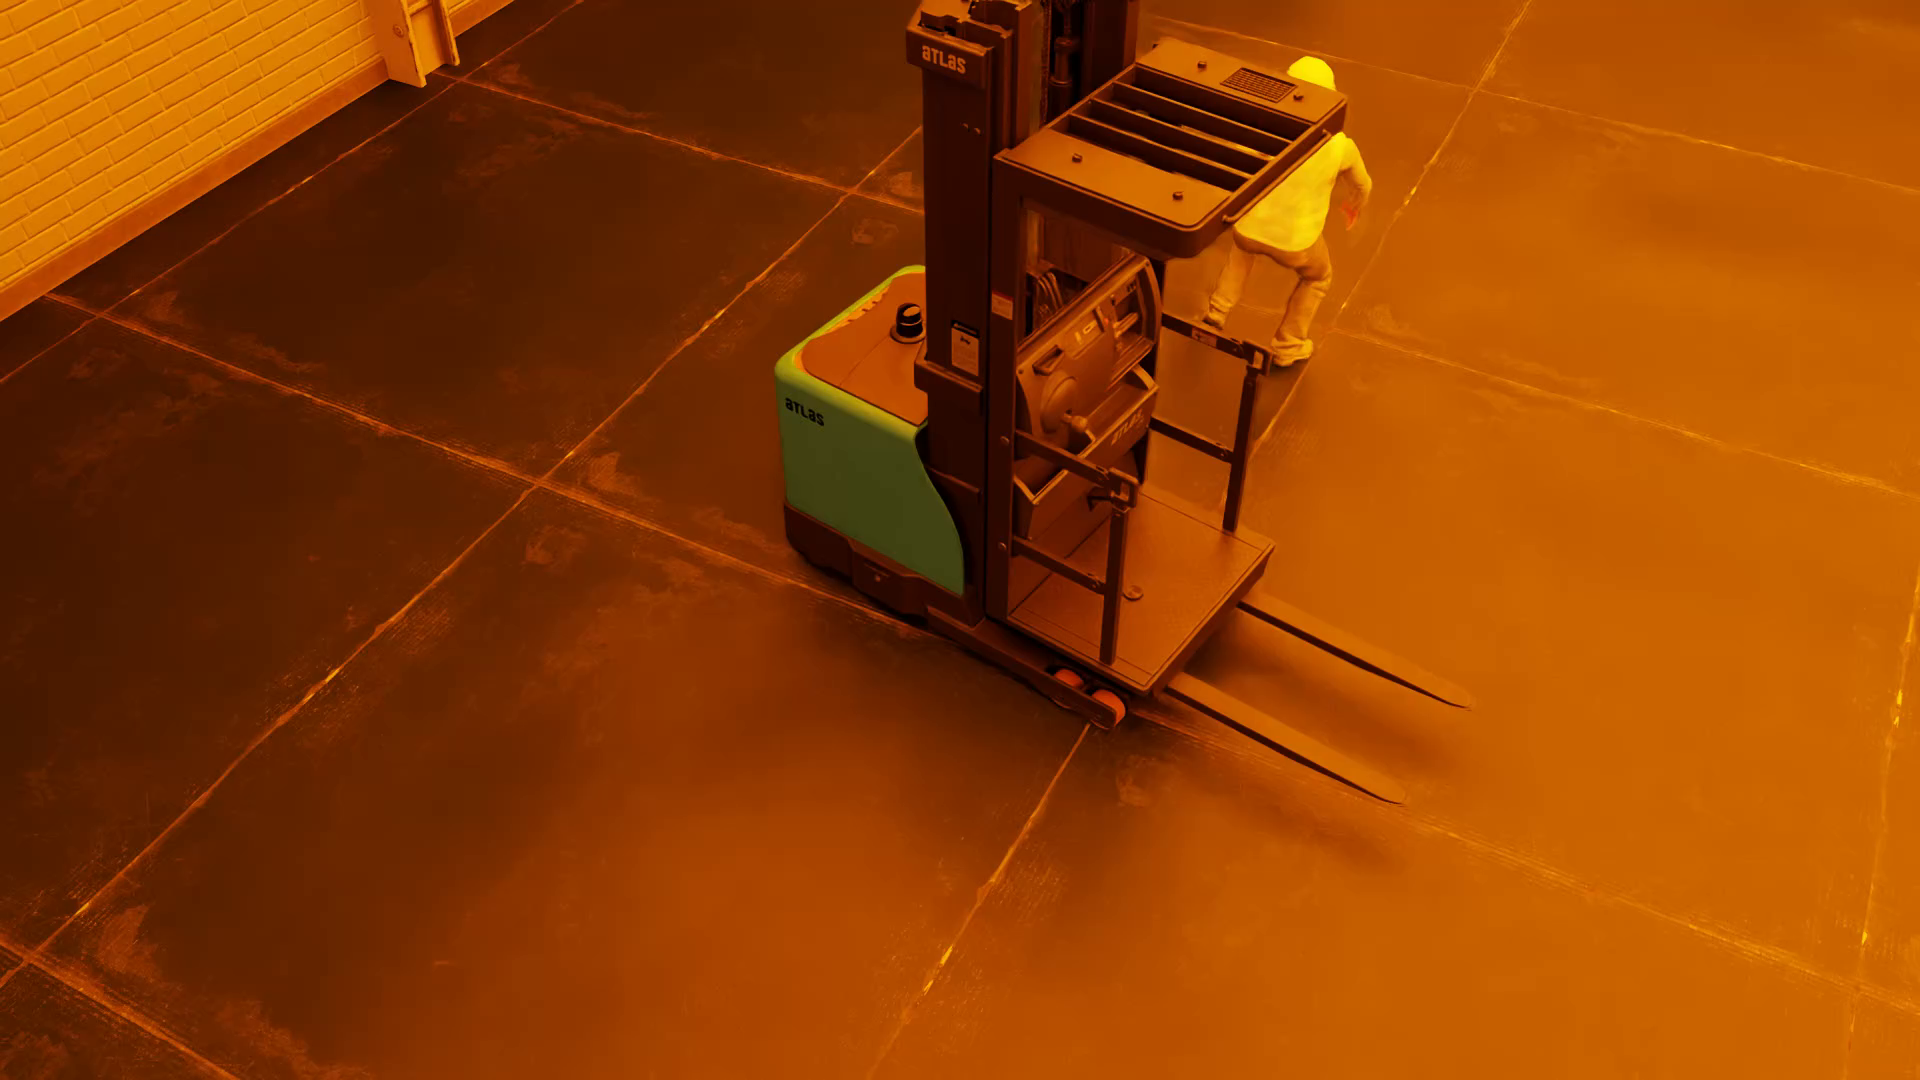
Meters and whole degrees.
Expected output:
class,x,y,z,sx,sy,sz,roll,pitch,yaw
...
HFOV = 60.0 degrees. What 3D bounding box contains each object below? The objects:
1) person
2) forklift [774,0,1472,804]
class,x,y,z,sx,sy,sz,roll,pitch,yaw
person,1.605,-1.627,8.315,0.802,1.675,0.596,17,46,17
forklift,0.679,-0.694,6.391,3.031,2.935,1.130,27,50,26
